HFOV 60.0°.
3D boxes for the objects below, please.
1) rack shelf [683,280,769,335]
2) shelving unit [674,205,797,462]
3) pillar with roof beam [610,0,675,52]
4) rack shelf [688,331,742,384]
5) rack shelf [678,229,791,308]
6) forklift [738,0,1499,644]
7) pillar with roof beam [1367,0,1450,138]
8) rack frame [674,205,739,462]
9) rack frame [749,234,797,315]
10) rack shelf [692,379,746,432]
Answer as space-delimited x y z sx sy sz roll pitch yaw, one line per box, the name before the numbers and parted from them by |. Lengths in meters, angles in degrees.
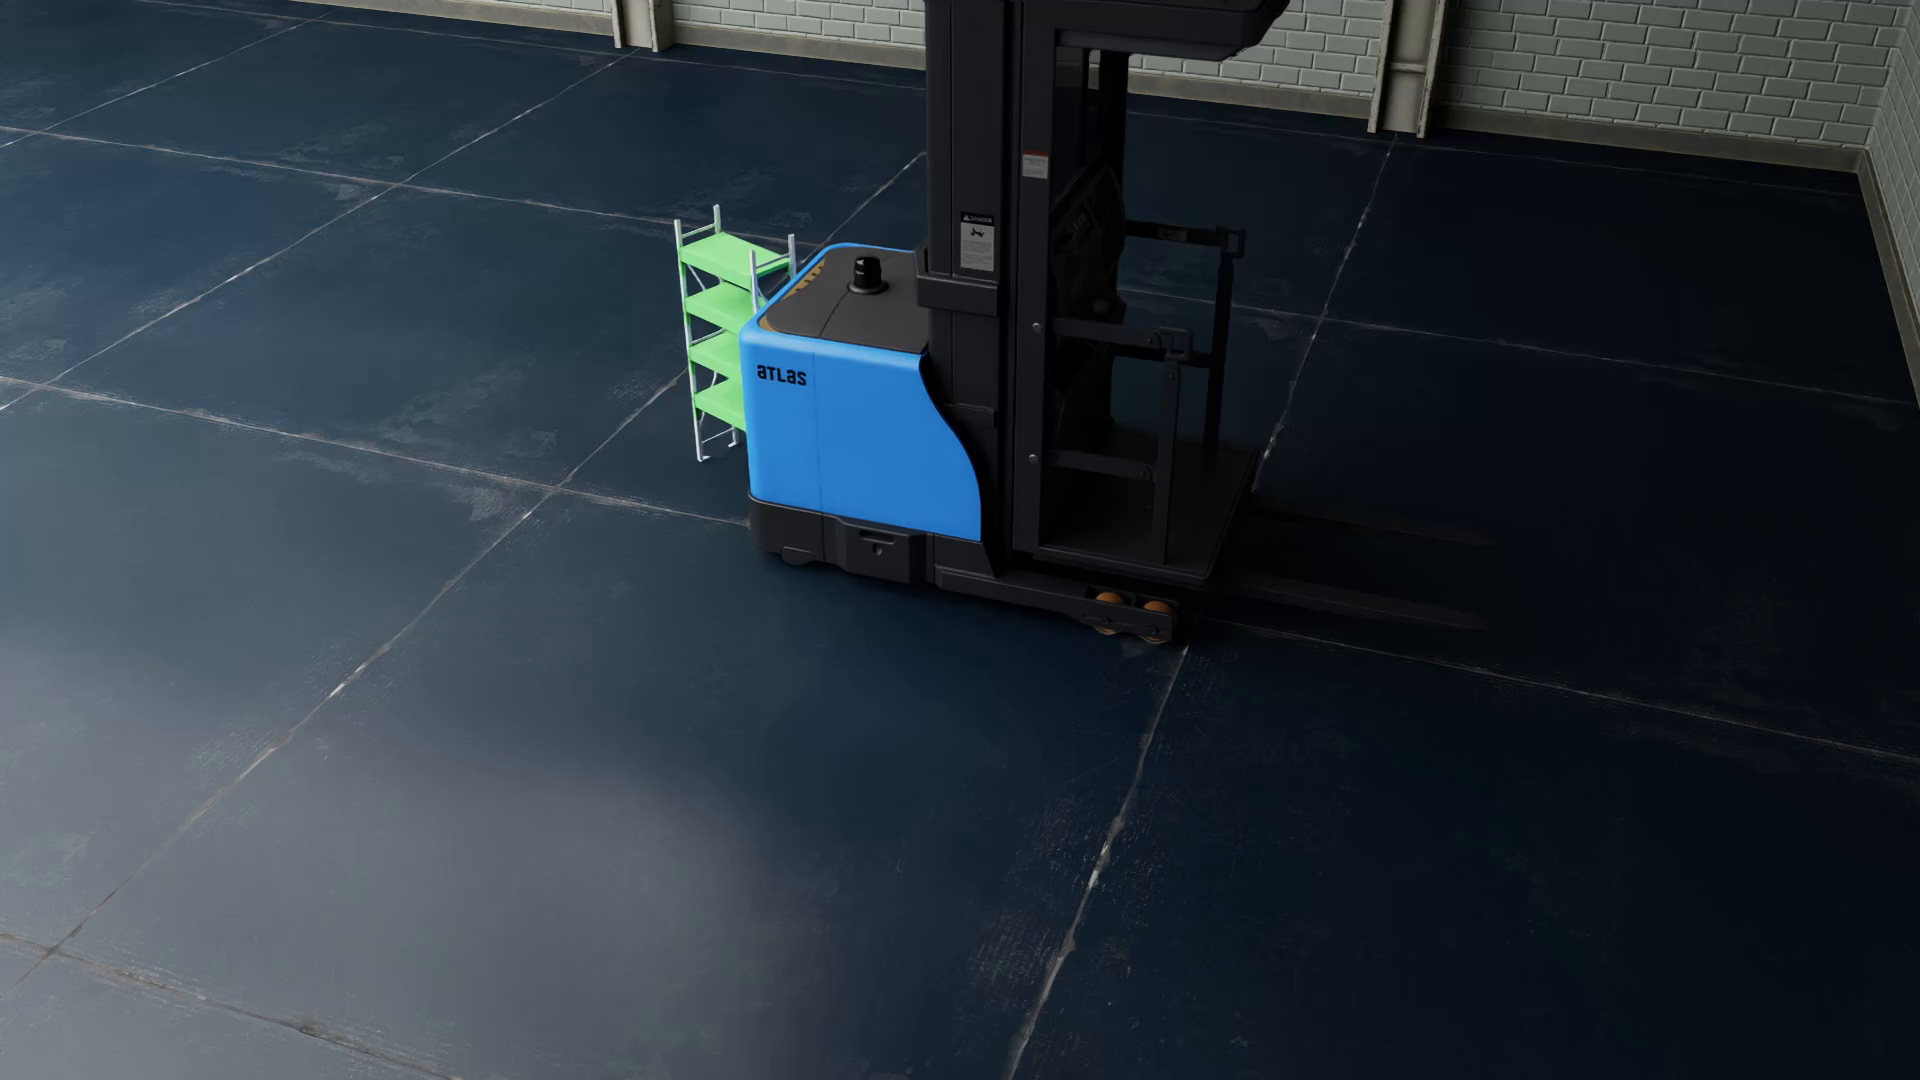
rack shelf | -0.967 -0.980 7.337 0.480 0.148 0.258 27 41 35
shelving unit | -0.967 -0.832 7.433 0.503 1.200 0.258 27 41 35
pillar with roof beam | -3.996 -5.595 7.619 0.400 9.000 9.100 11 34 16
rack shelf | -0.967 -0.778 7.467 0.480 0.148 0.258 27 41 35
rack shelf | -0.967 -1.182 7.207 0.480 0.148 0.258 27 41 35
forklift | 0.678 -1.144 6.320 3.031 2.935 1.130 11 34 16
pillar with roof beam | 1.653 -4.497 5.918 0.400 9.000 9.100 11 34 16
rack frame | -1.146 -0.922 7.572 0.015 1.200 0.240 27 41 35
rack frame | -0.788 -0.742 7.293 0.015 1.200 0.240 27 41 35
rack shelf | -0.967 -0.577 7.598 0.480 0.148 0.258 27 41 35
